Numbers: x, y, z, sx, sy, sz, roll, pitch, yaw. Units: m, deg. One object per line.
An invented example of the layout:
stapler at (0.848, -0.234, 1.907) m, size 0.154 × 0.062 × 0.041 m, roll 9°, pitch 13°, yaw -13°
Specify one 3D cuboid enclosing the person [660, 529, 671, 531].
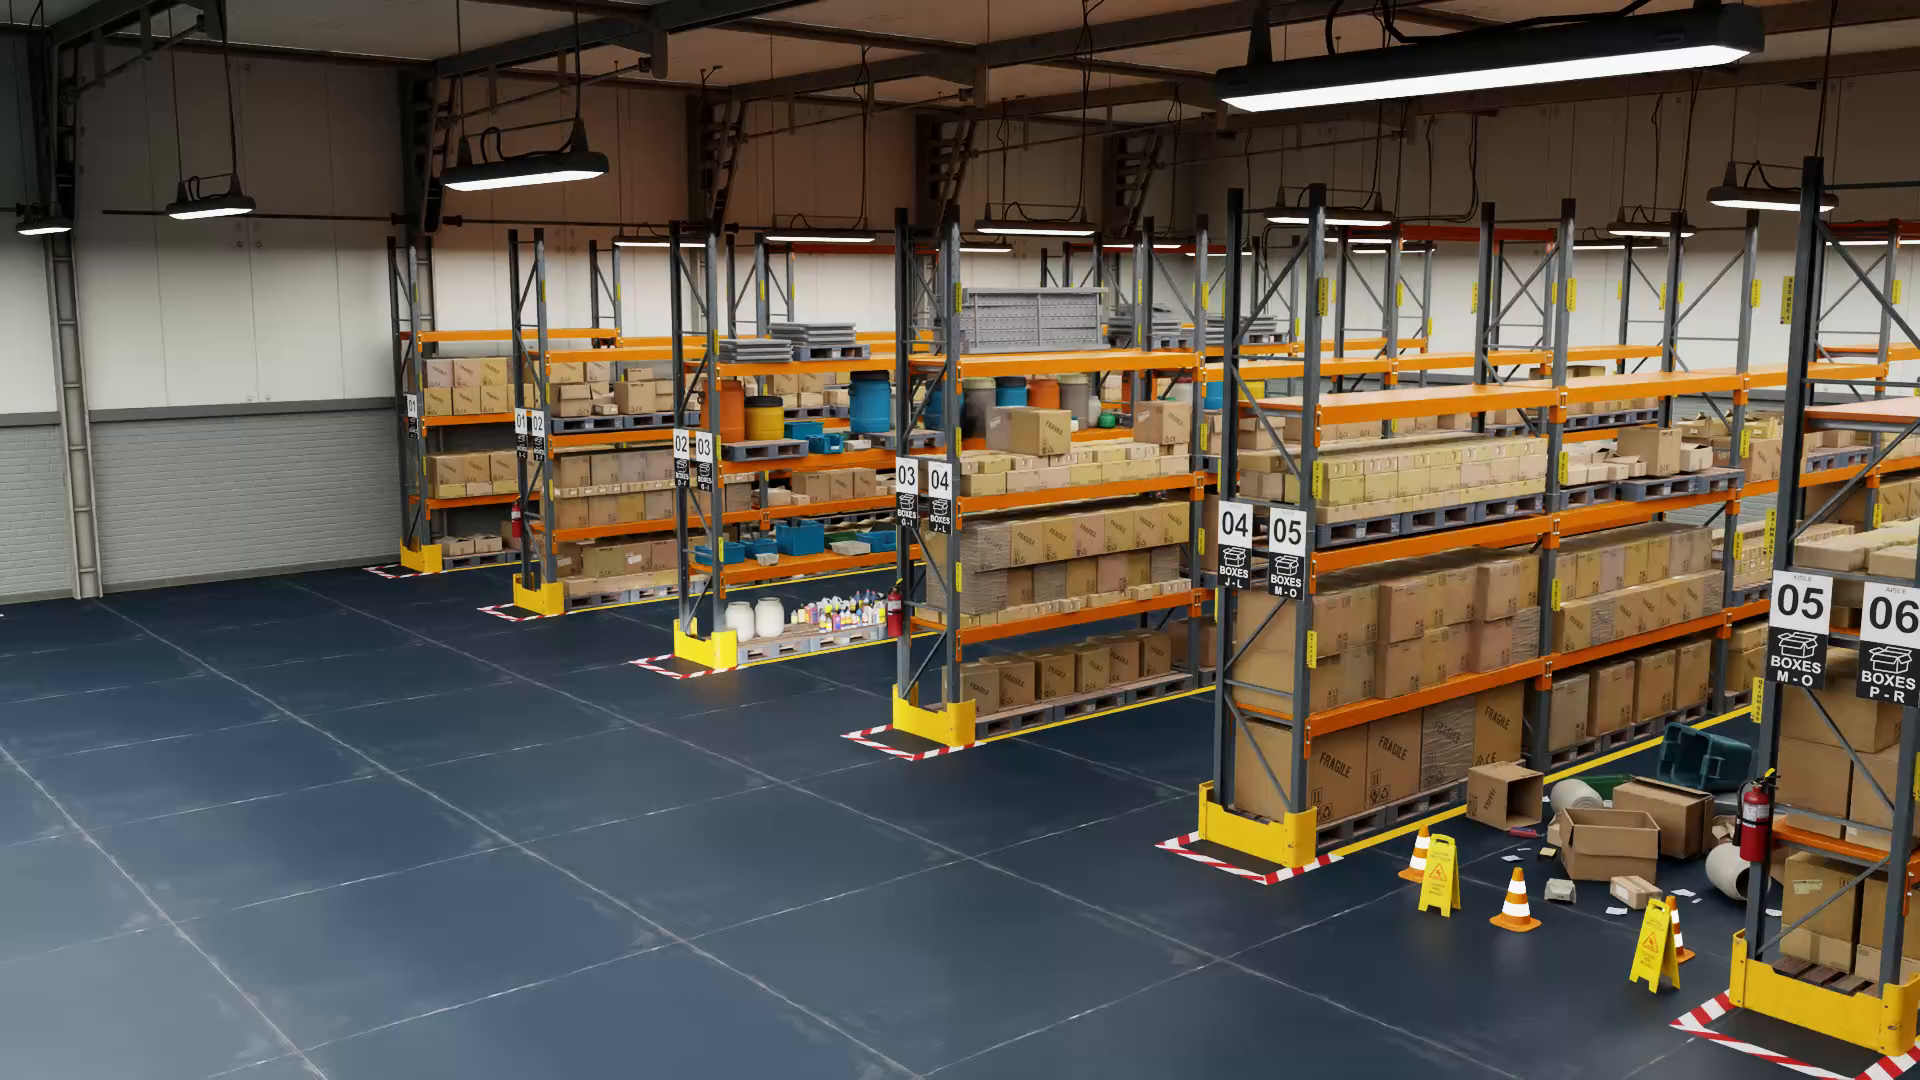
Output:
person at (-5.355, -0.318, 30.335) m, size 0.856 × 1.712 × 0.554 m, roll -8°, pitch 12°, yaw -42°
